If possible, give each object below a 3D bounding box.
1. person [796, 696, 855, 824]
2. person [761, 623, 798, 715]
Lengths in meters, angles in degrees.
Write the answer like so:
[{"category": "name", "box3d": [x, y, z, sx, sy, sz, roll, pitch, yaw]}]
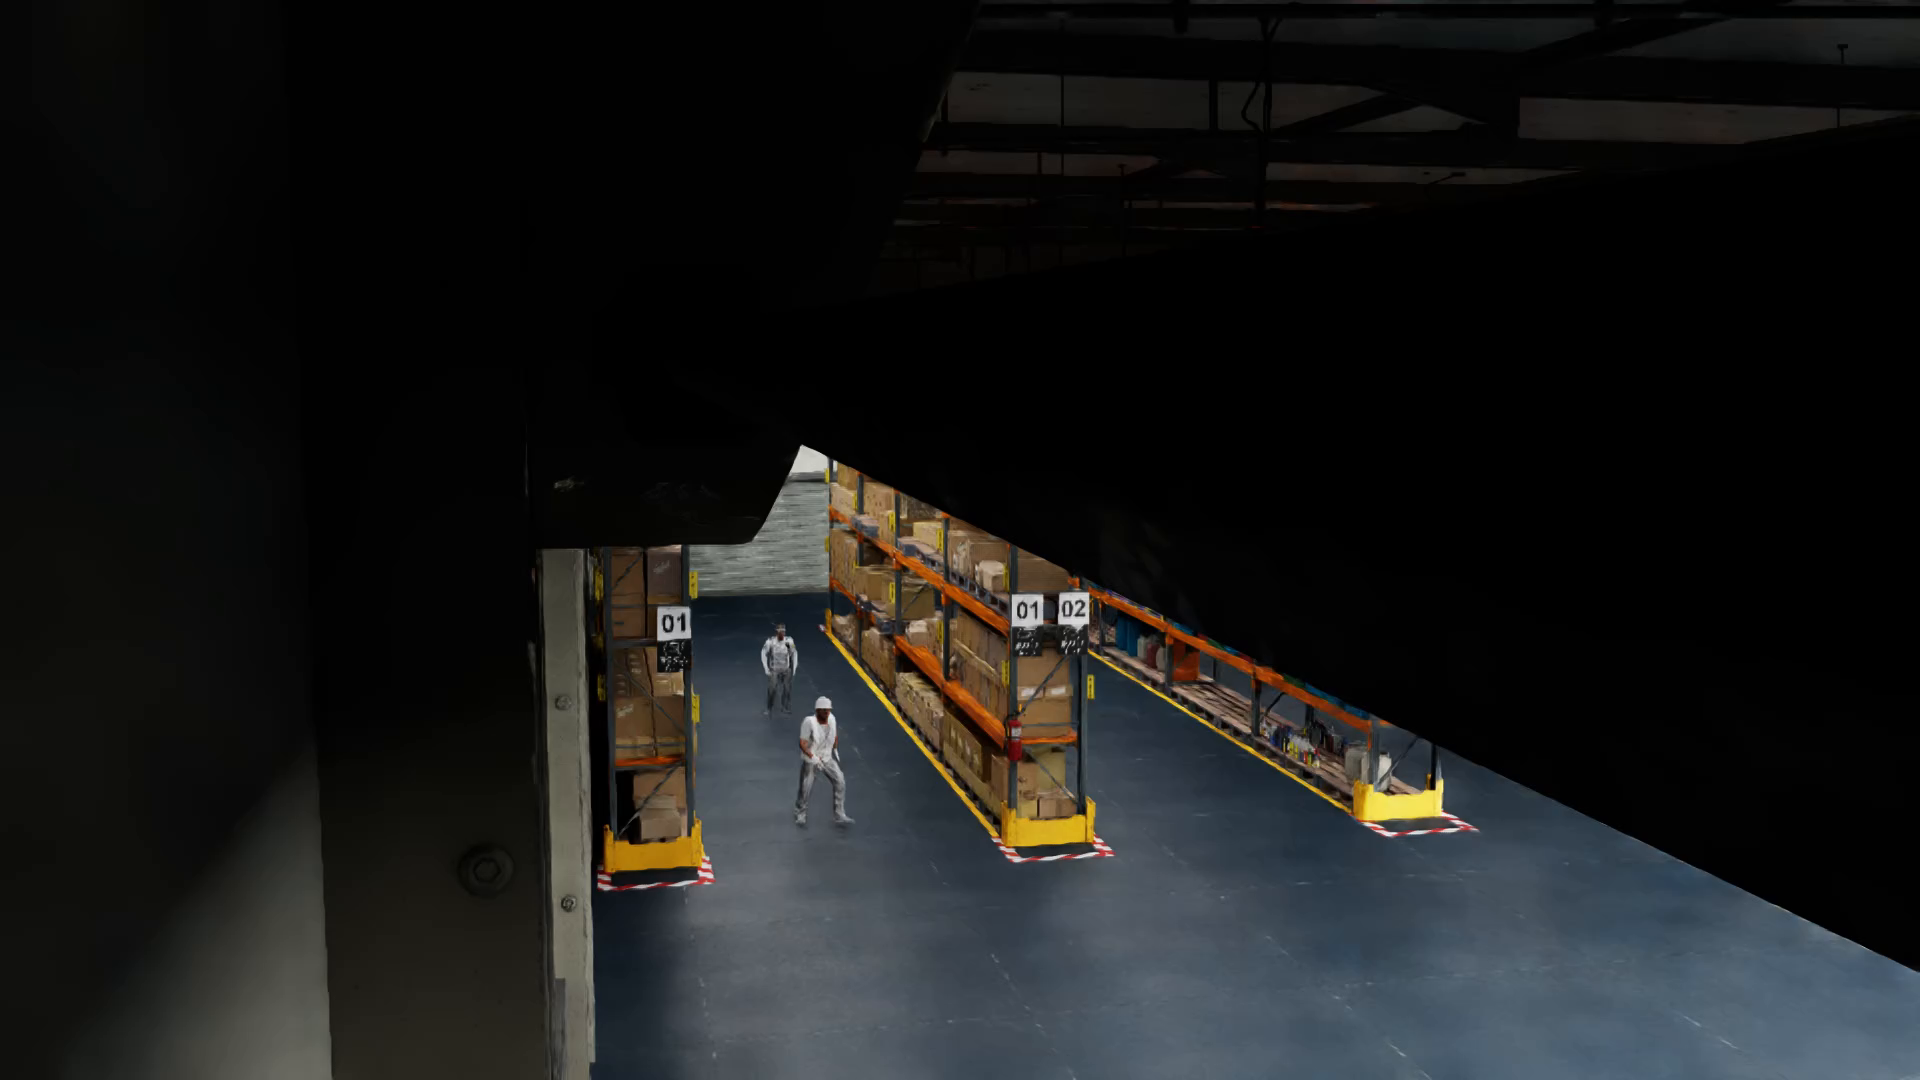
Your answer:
[{"category": "person", "box3d": [-1.836, 2.884, 21.823, 0.691, 1.728, 0.751, -5, 8, -34]}, {"category": "person", "box3d": [-3.065, 2.187, 28.246, 0.639, 1.620, 0.512, -2, 7, -15]}]
